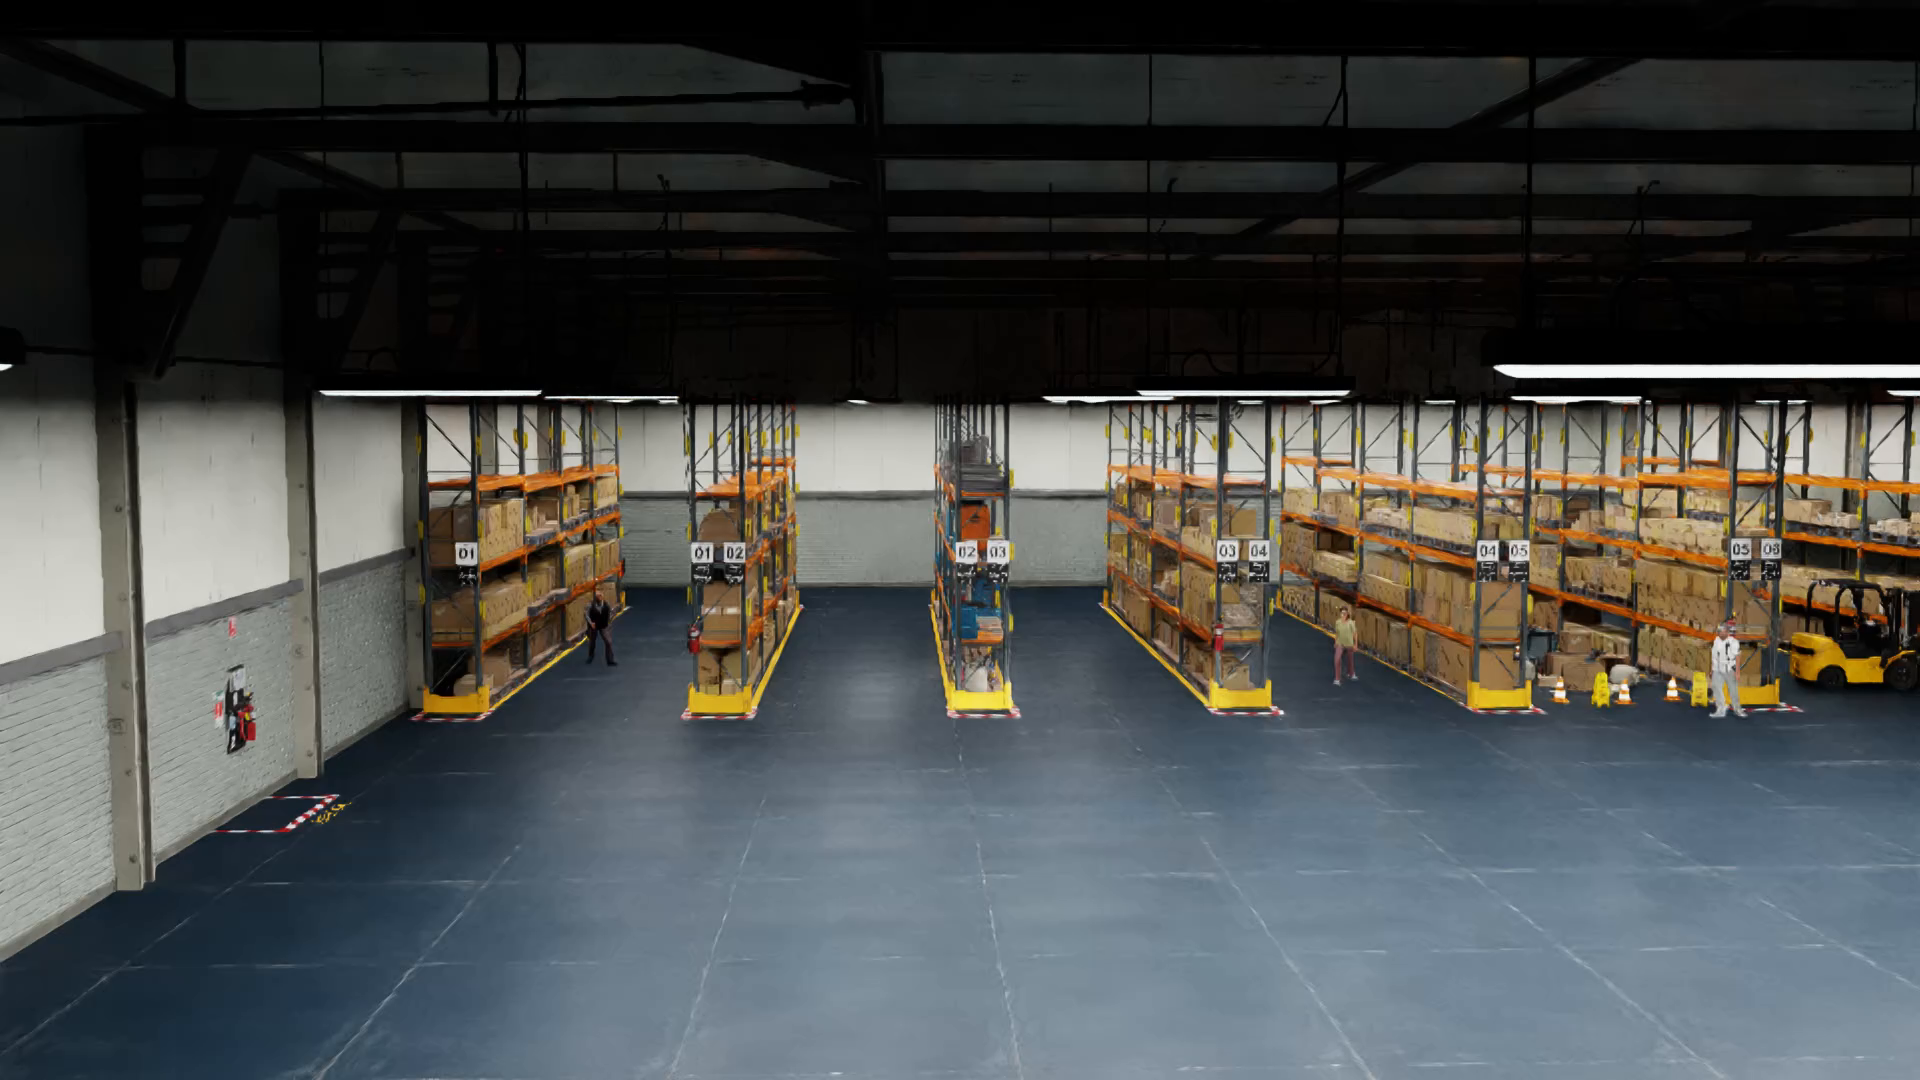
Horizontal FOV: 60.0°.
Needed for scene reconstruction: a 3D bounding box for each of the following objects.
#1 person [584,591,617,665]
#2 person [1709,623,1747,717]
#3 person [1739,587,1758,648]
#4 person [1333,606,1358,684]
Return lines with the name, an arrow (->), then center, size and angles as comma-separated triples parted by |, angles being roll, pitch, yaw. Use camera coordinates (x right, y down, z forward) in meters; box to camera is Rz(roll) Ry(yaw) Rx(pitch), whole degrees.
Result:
person -> -8.012, 1.933, 36.911 | 0.682, 1.661, 0.844 | -2, 5, -19
person -> 14.196, 2.395, 30.746 | 0.552, 1.746, 0.652 | -3, 5, -32
person -> 18.325, 1.759, 38.847 | 0.648, 1.669, 0.691 | 2, 5, 22
person -> 7.985, 2.161, 34.431 | 0.483, 1.610, 0.954 | 1, 5, 18
